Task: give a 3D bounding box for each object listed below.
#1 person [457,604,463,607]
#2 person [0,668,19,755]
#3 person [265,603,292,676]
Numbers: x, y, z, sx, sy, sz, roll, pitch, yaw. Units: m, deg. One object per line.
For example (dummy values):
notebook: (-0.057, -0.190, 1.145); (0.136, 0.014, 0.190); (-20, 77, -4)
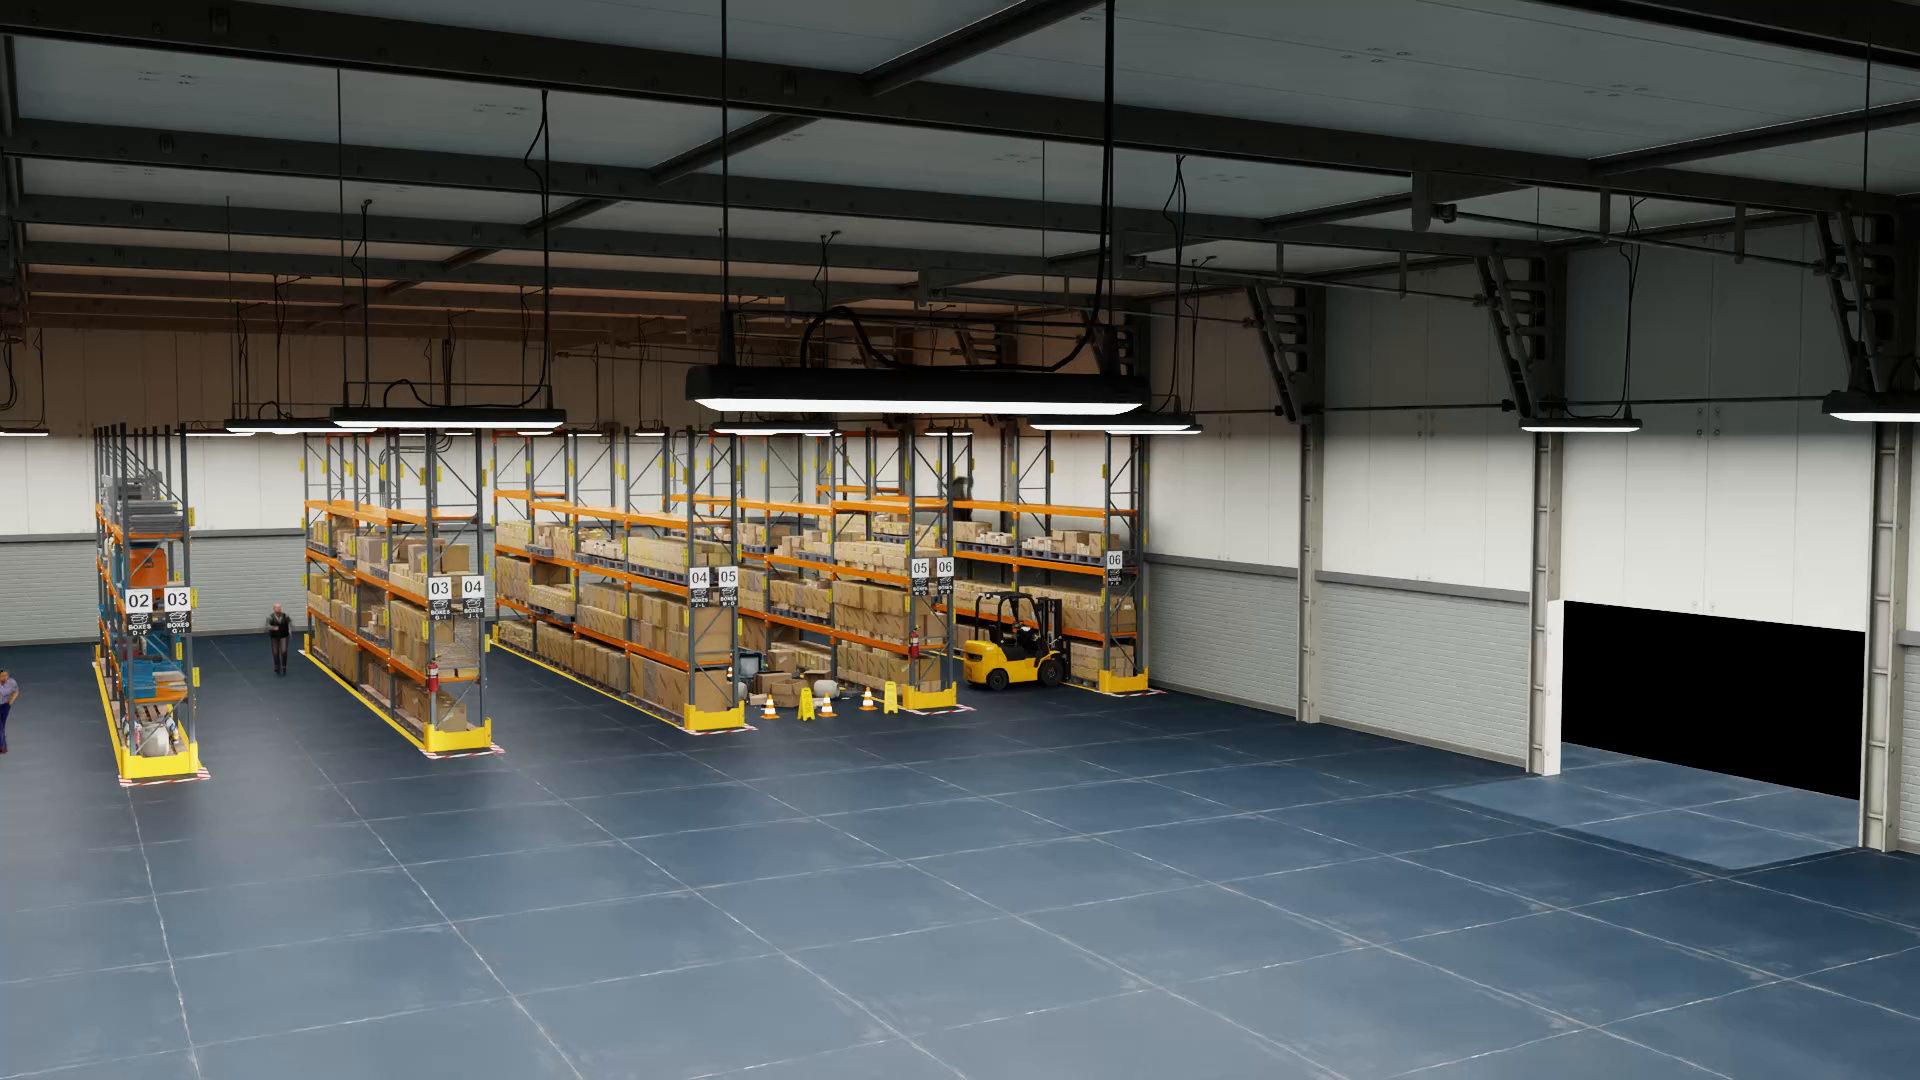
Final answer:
person: (-14.053, 2.083, 46.306); (0.572, 1.745, 0.767); (-1, 4, -21)
person: (-17.631, 3.131, 30.475); (0.650, 1.600, 0.961); (-3, 5, -41)
person: (-16.554, 2.422, 40.408); (0.596, 1.774, 0.834); (-1, 4, -21)
